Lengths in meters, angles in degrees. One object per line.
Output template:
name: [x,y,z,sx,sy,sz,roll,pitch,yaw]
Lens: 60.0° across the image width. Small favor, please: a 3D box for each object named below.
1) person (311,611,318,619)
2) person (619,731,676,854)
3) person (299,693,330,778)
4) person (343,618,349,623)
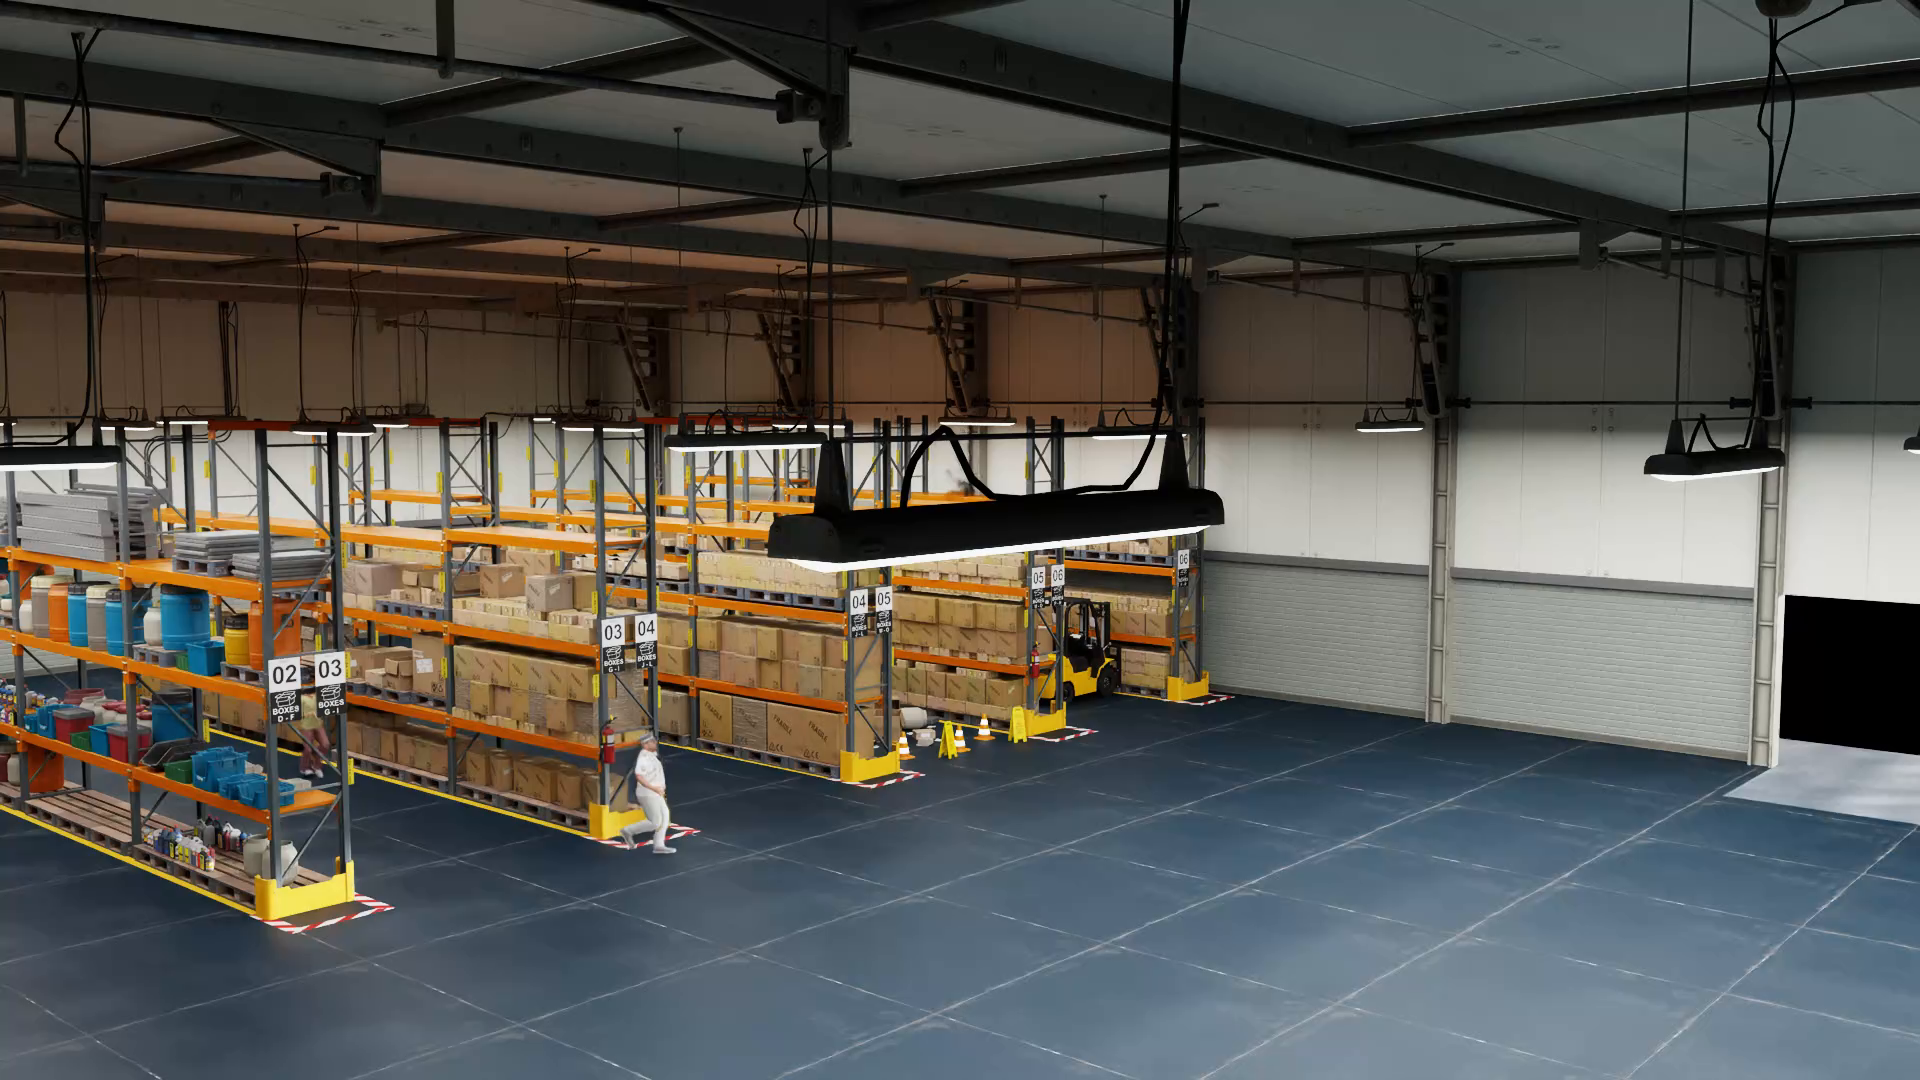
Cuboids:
person: [-14.789,2.385,38.061,0.610,1.632,0.570,-1,5,-13]
person: [-4.363,3.524,23.234,0.772,1.742,0.676,0,5,-3]
person: [-10.899,3.178,27.976,0.639,1.685,0.558,3,6,35]
person: [-13.016,2.545,34.990,0.808,1.822,0.642,3,6,33]
